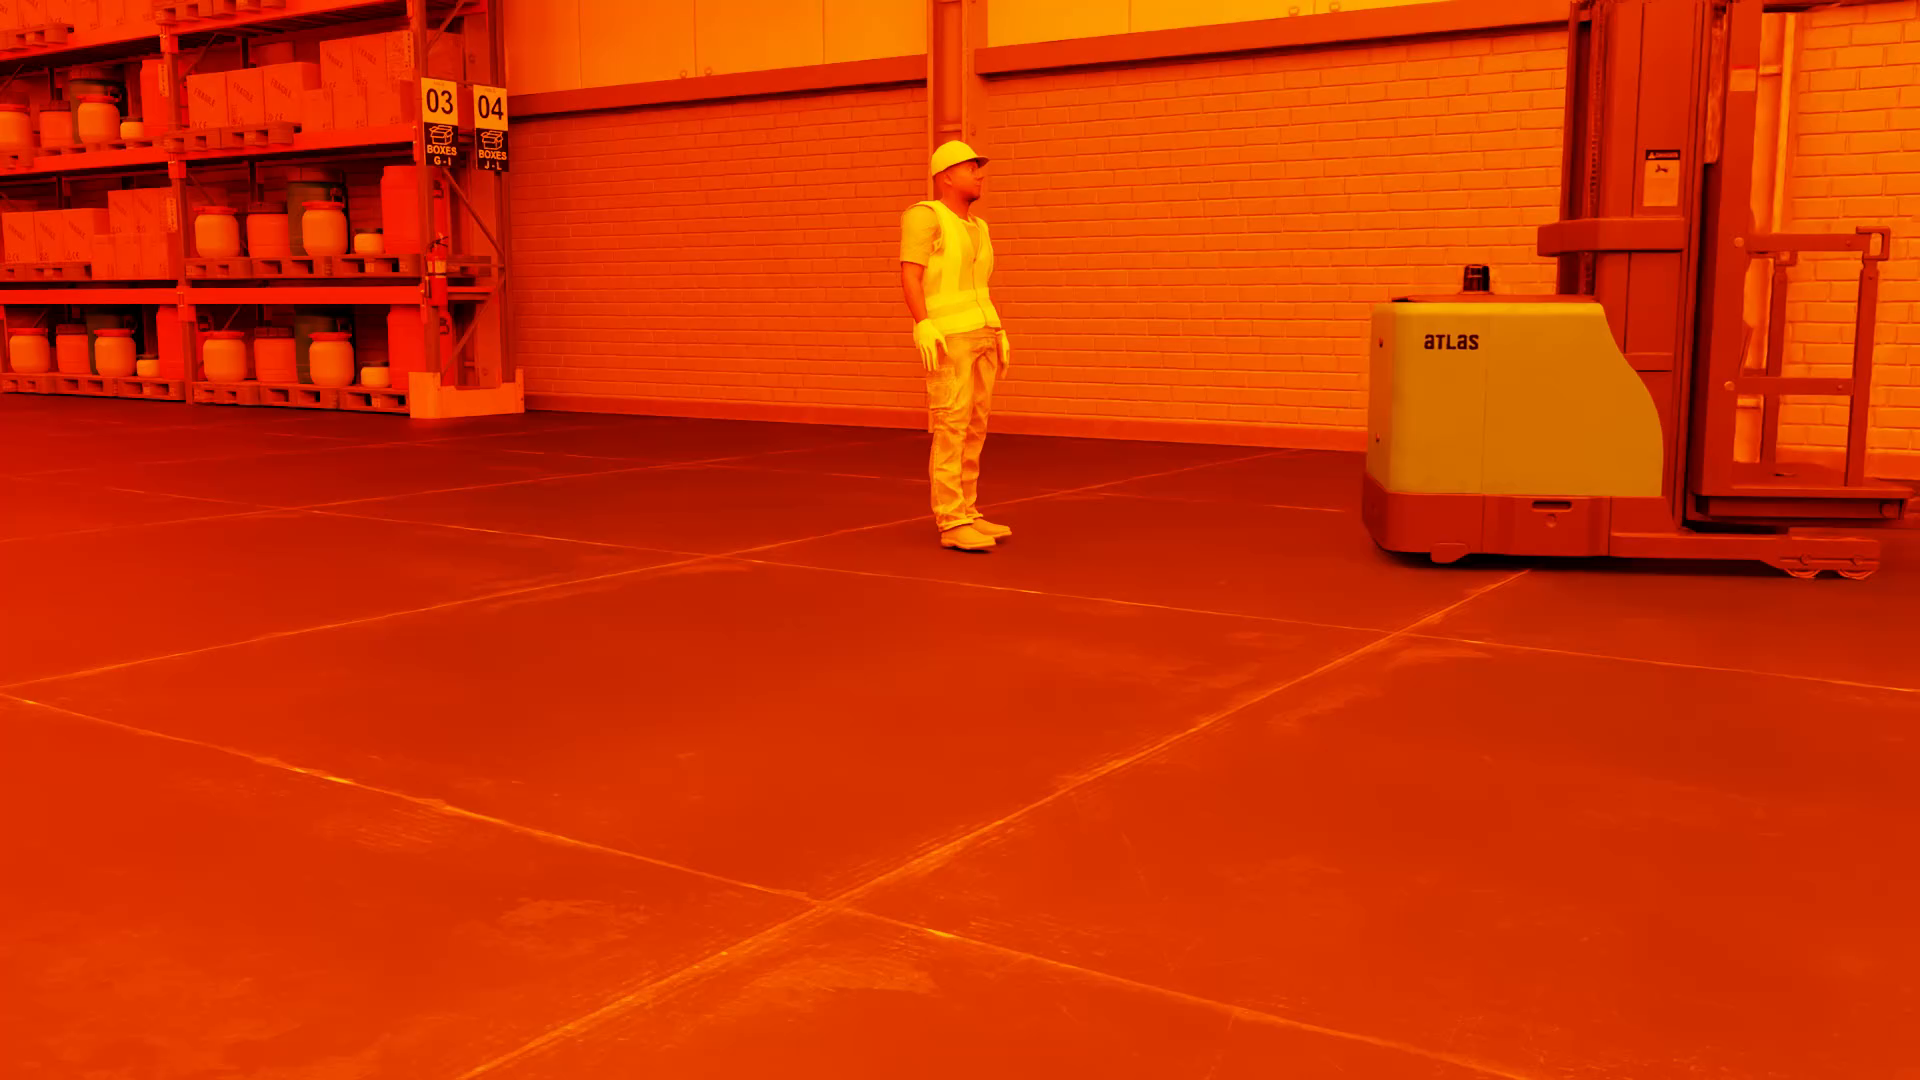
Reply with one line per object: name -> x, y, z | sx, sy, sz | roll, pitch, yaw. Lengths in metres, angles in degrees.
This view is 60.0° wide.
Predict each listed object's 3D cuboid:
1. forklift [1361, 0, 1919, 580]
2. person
forklift -> 3.299, -1.376, 6.868 | 3.031, 2.935, 1.130 | 1, 8, 8
person -> 0.054, -0.883, 7.430 | 0.577, 1.782, 0.656 | 5, 10, 34
